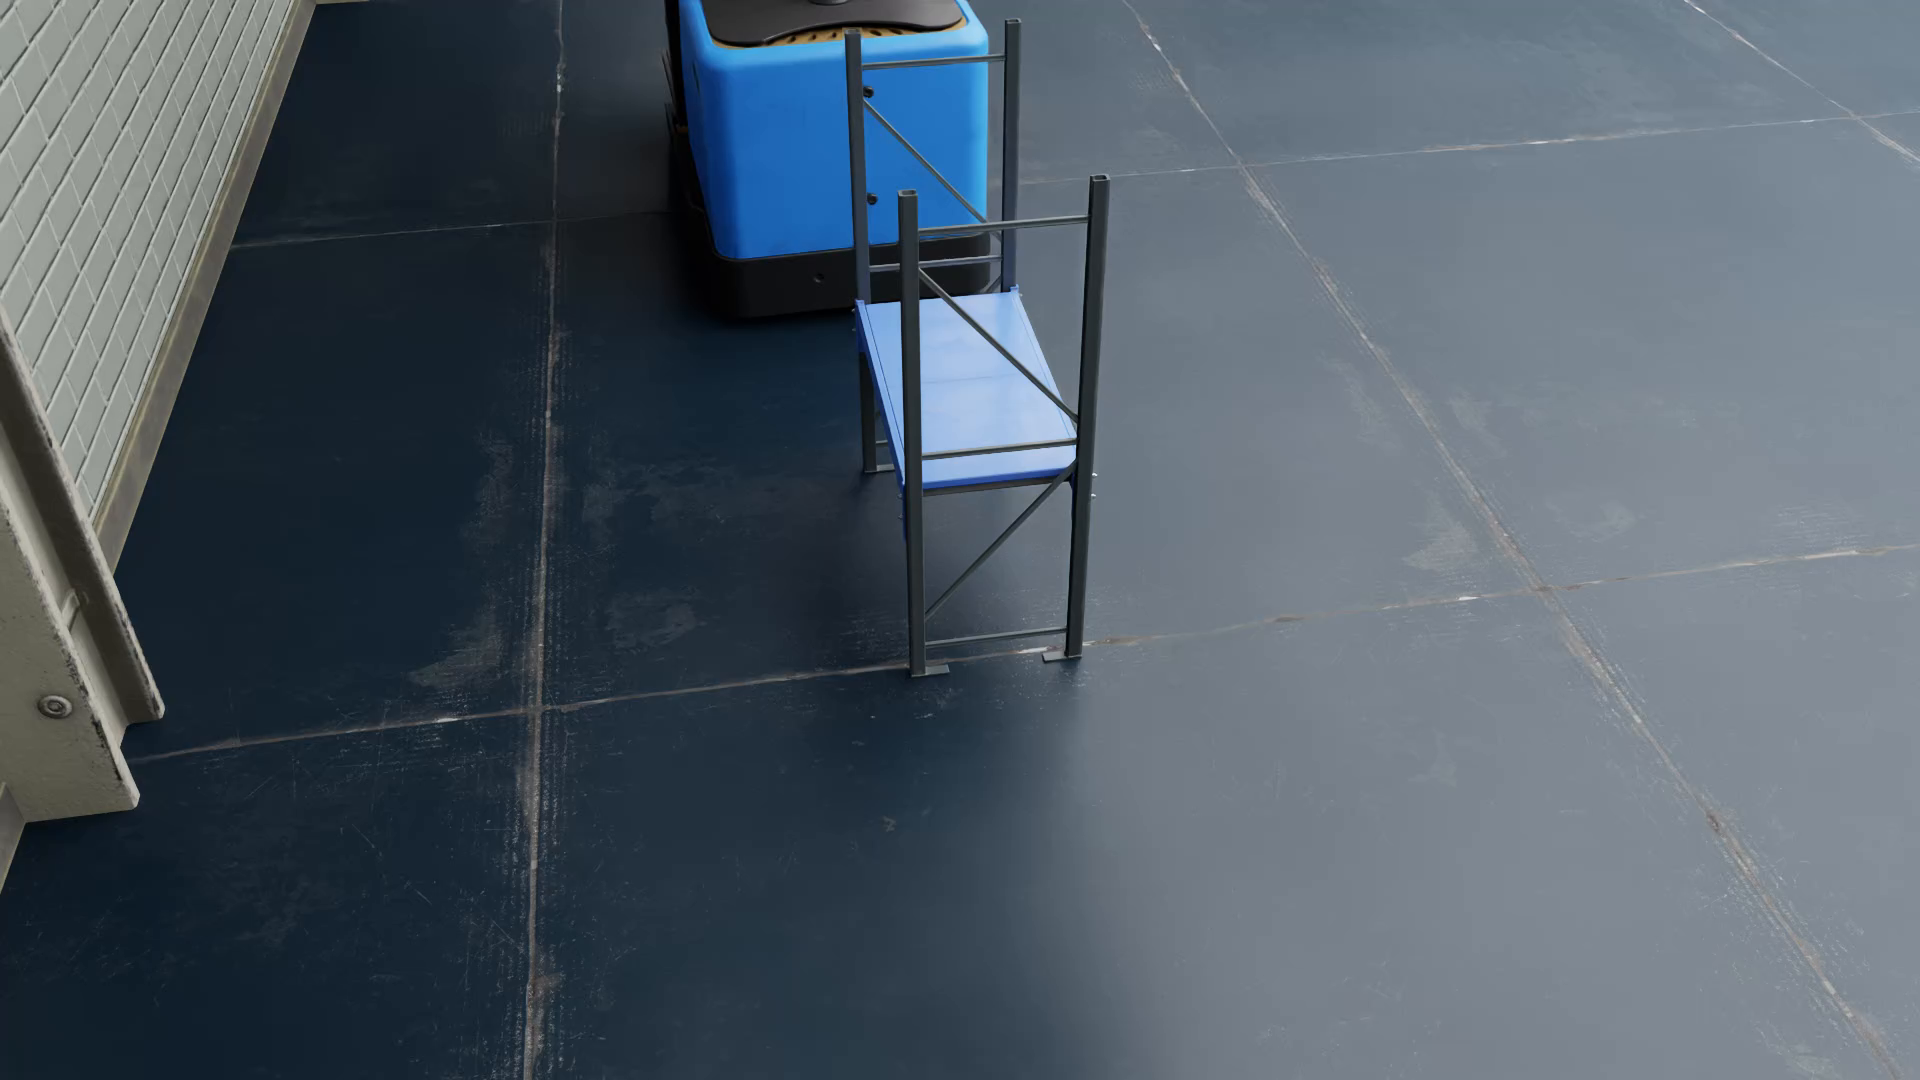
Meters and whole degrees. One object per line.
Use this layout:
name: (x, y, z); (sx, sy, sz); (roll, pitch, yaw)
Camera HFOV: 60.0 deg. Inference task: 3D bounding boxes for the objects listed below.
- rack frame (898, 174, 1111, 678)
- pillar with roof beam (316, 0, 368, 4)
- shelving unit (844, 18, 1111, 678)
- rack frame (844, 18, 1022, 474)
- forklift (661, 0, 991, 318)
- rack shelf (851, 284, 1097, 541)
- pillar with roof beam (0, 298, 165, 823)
rack frame: (0.104, -0.234, 4.328); (0.500, 1.500, 0.032); (-6, 38, -8)
pillar with roof beam: (0.845, -7.042, 6.979); (9.100, 9.000, 0.400); (-6, 38, -8)
shelving unit: (0.015, -0.541, 4.724); (0.538, 1.500, 1.048); (-6, 38, -8)
rack frame: (-0.074, -0.848, 5.119); (0.500, 1.500, 0.032); (-6, 38, -8)
forklift: (-0.717, -2.890, 6.581); (1.130, 2.935, 3.031); (-8, 39, -10)
rack shelf: (0.015, -0.399, 4.834); (0.538, 0.185, 1.000); (-6, 38, -8)
pillar with roof beam: (1.897, -3.418, 2.314); (9.100, 9.000, 0.400); (-6, 38, -8)
